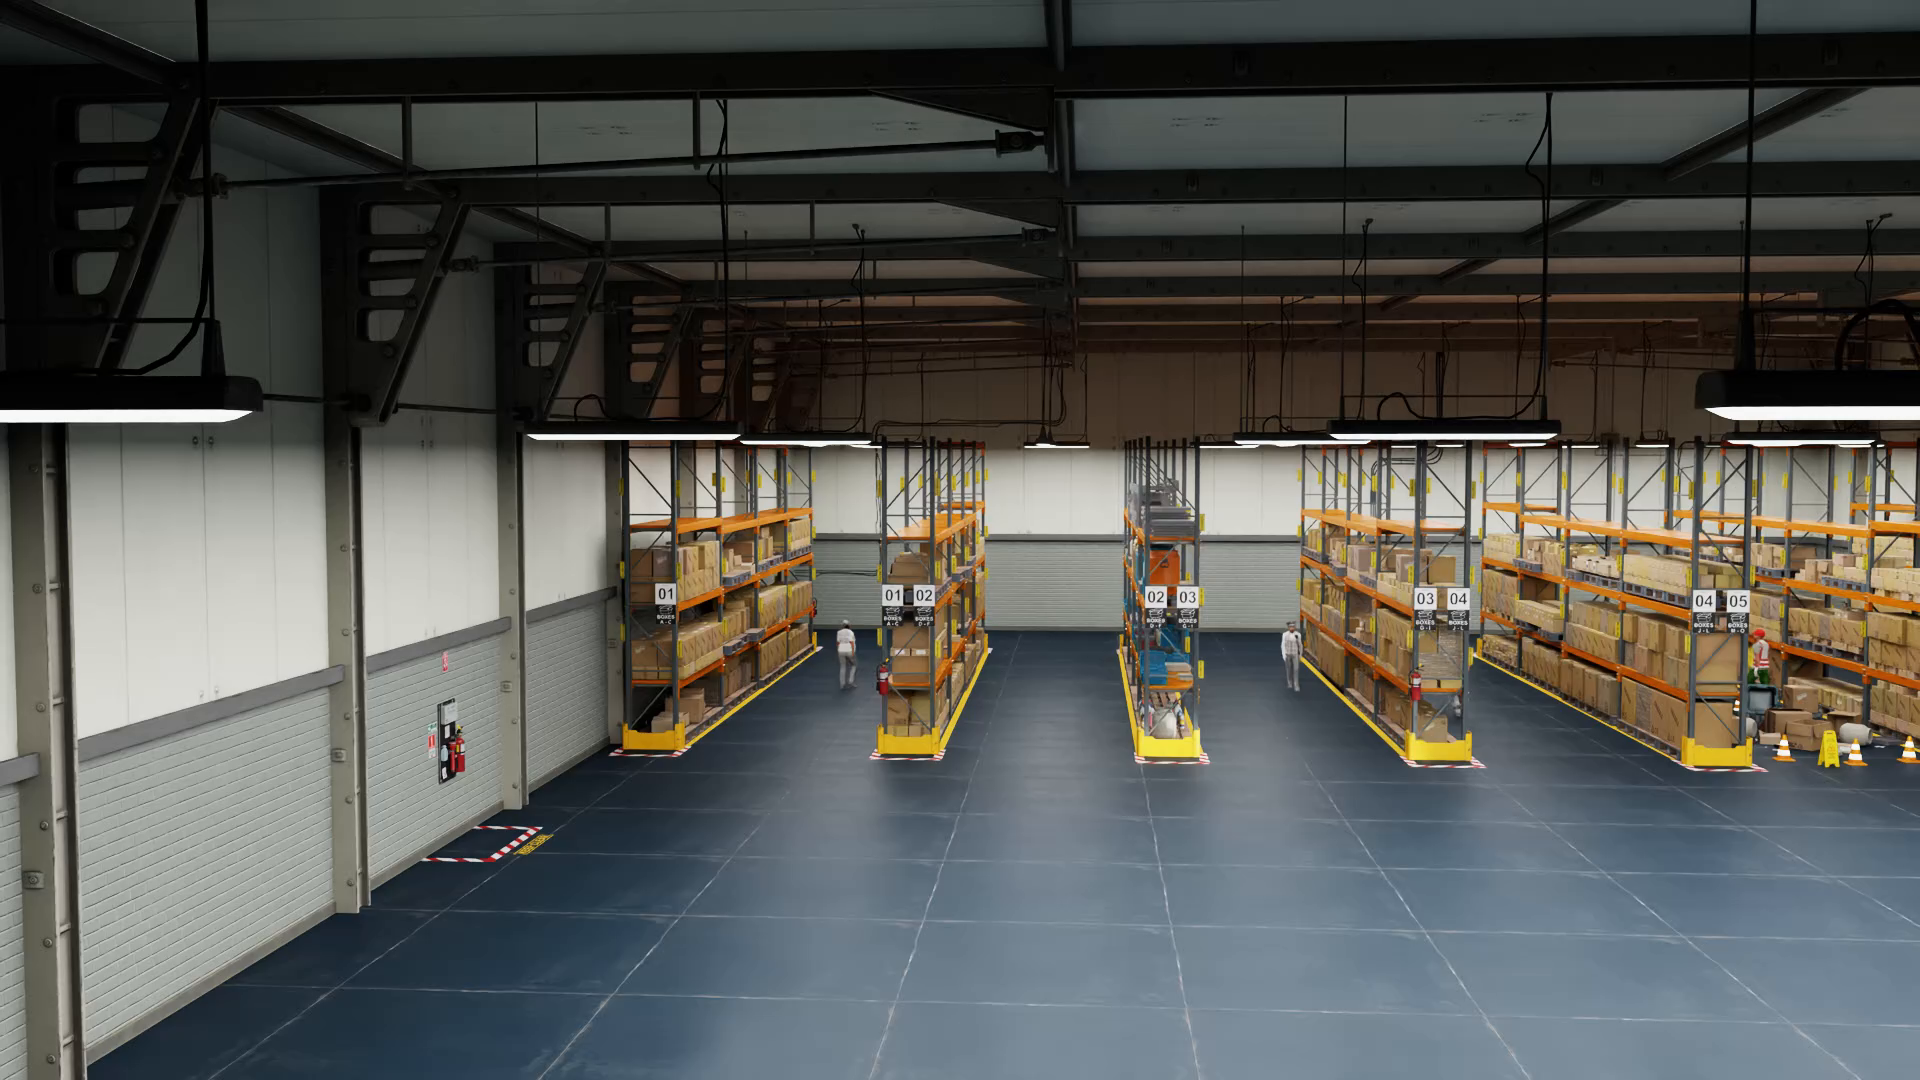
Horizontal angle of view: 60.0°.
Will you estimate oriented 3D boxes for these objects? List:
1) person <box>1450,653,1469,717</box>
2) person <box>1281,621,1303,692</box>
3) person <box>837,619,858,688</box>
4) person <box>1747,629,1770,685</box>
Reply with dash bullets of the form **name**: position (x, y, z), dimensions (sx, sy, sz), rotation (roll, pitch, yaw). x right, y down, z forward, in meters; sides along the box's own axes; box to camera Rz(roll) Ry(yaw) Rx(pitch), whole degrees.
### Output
- **person**: position (10.729, 2.951, 36.029), dimensions (0.592, 1.698, 0.796), rotation (1, 3, 16)
- **person**: position (7.933, 2.752, 39.781), dimensions (0.498, 1.637, 0.871), rotation (1, 3, 16)
- **person**: position (-2.745, 2.755, 40.108), dimensions (0.516, 1.675, 0.523), rotation (1, 3, 16)
- **person**: position (17.719, 2.873, 36.761), dimensions (0.525, 1.806, 0.543), rotation (-1, 3, -10)
